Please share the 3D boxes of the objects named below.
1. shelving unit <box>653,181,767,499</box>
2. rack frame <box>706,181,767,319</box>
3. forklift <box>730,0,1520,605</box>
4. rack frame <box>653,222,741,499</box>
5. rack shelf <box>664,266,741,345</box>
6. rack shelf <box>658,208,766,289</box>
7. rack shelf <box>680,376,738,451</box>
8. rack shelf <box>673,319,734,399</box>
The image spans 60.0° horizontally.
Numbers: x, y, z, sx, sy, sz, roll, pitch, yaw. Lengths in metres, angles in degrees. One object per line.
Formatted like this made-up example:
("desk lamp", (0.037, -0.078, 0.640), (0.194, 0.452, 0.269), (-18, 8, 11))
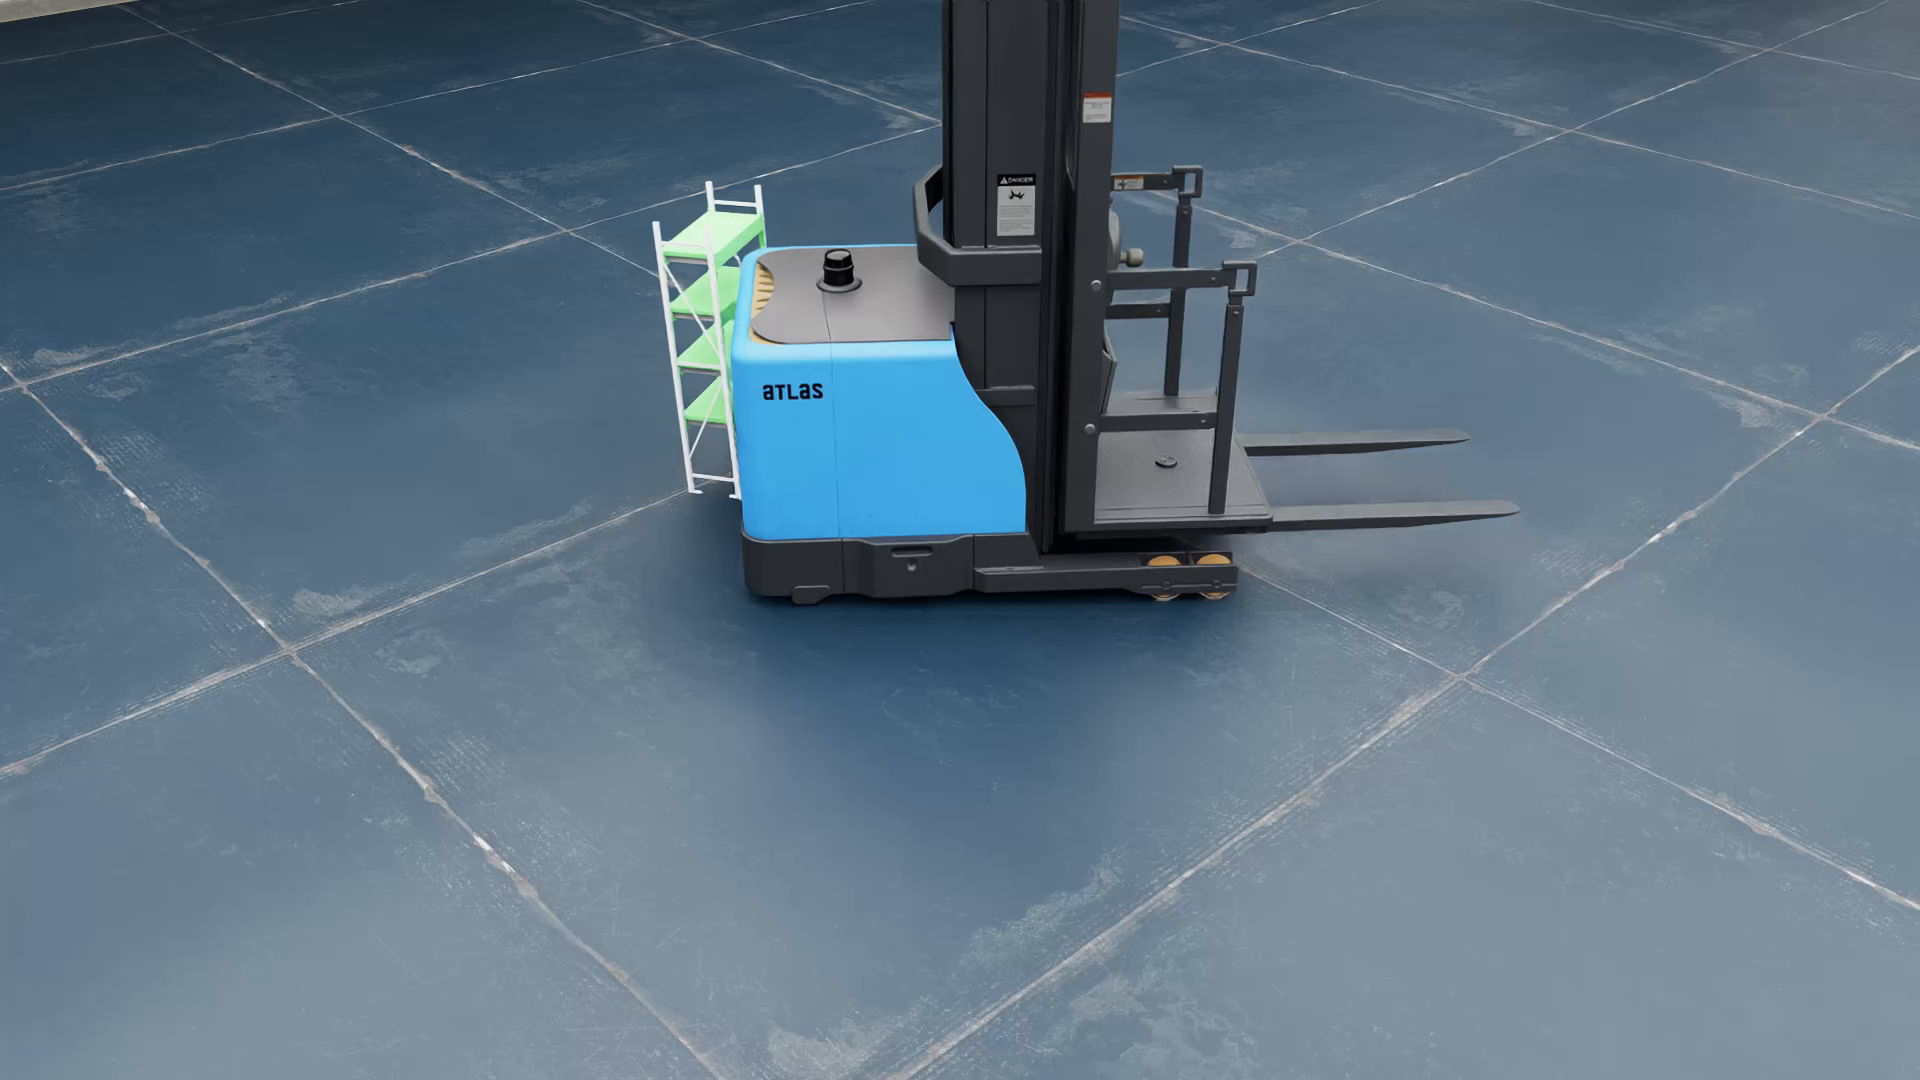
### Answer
("shelving unit", (-0.985, -0.828, 6.944), (0.258, 1.200, 0.503), (7, 32, 16))
("rack frame", (-0.912, -0.949, 7.143), (0.240, 1.200, 0.015), (7, 32, 16))
("forklift", (0.663, -1.296, 6.060), (3.031, 2.935, 1.130), (-2, 31, -3))
("rack frame", (-1.058, -0.707, 6.746), (0.240, 1.200, 0.015), (7, 32, 16))
("rack shelf", (-0.991, -0.979, 6.854), (0.258, 0.148, 0.480), (7, 32, 16))
("rack shelf", (-1.000, -1.185, 6.732), (0.258, 0.148, 0.480), (7, 32, 16))
("rack shelf", (-0.975, -0.567, 7.100), (0.258, 0.148, 0.480), (7, 32, 16))
("rack shelf", (-0.983, -0.773, 6.977), (0.258, 0.148, 0.480), (7, 32, 16))
